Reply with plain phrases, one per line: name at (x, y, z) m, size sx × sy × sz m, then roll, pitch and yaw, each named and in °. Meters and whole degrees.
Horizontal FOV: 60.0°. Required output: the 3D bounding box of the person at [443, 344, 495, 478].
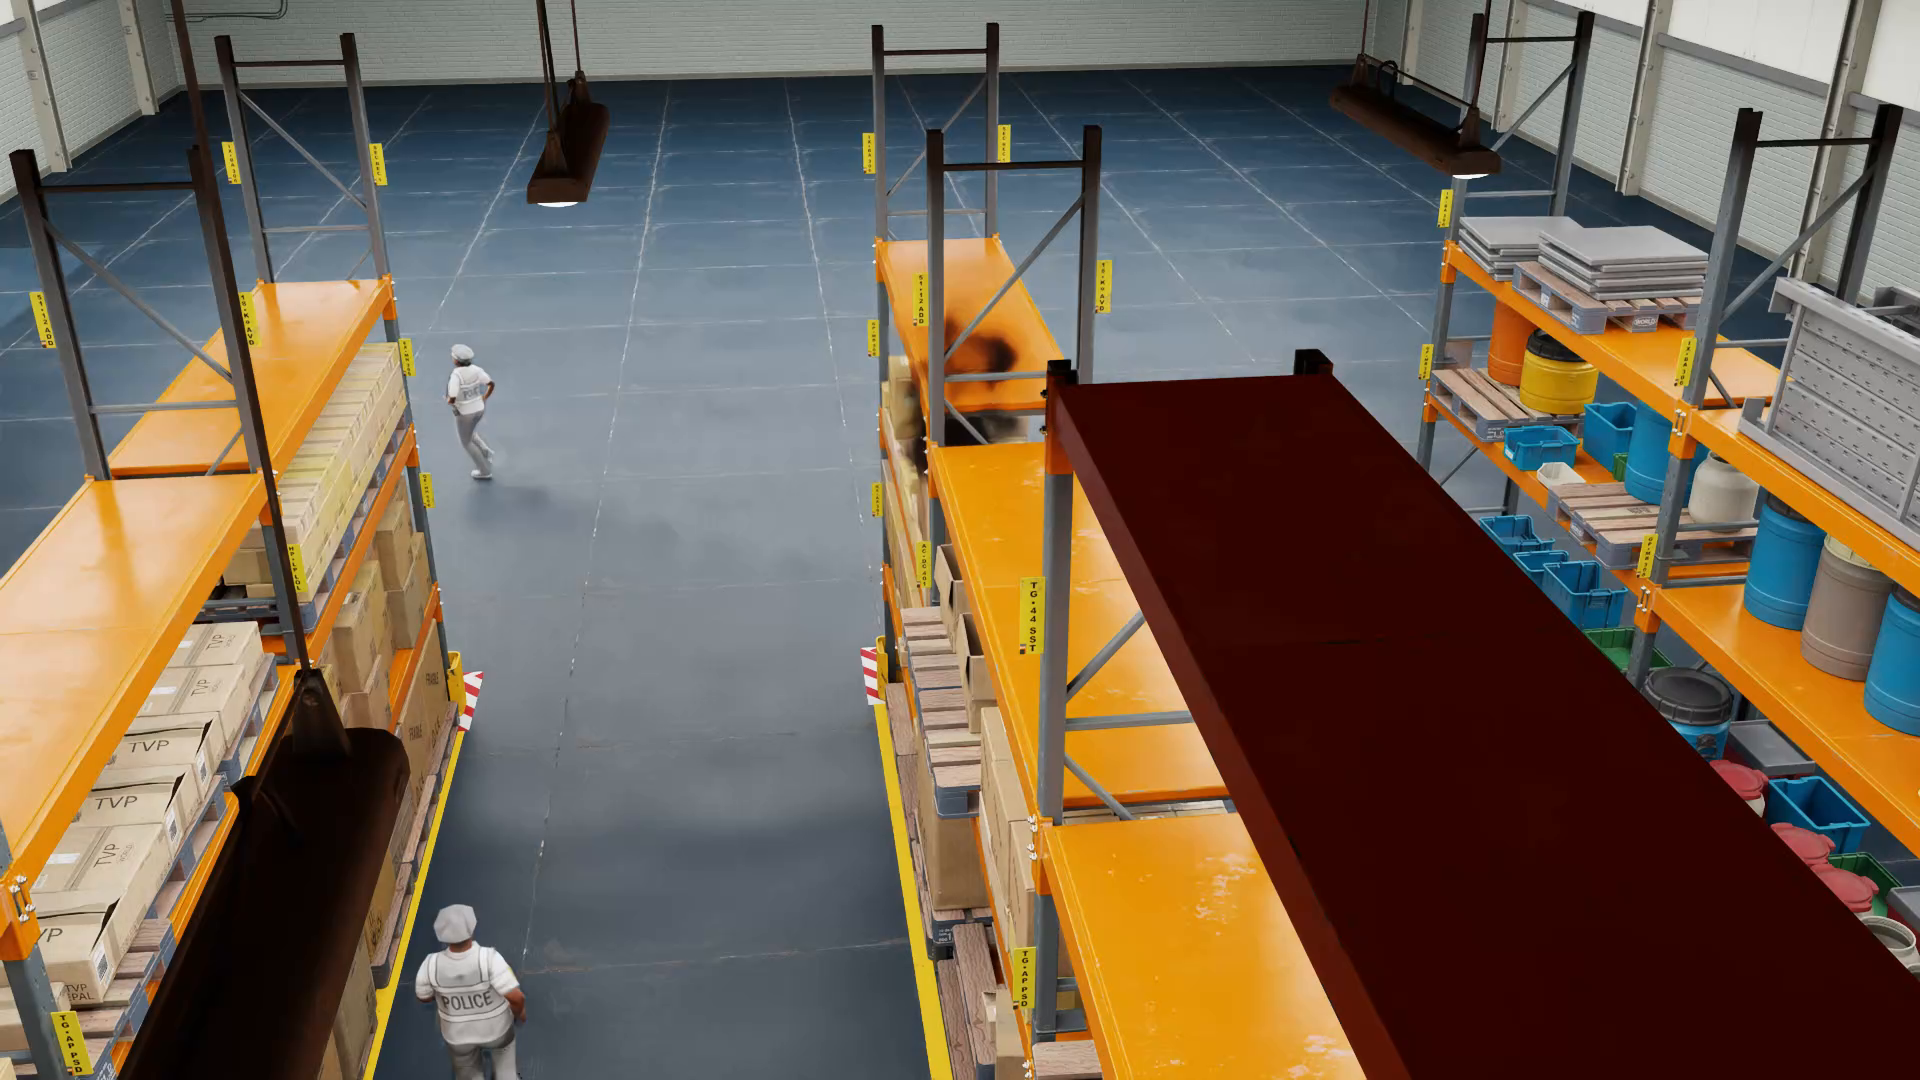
person at (-5.895, -1.550, 19.817) m, size 0.569 × 1.659 × 0.560 m, roll 12°, pitch 28°, yaw 24°

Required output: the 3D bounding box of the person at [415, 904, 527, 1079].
person at (-2.981, 2.956, 10.273) m, size 0.646 × 1.768 × 0.670 m, roll -6°, pitch 26°, yaw -12°
